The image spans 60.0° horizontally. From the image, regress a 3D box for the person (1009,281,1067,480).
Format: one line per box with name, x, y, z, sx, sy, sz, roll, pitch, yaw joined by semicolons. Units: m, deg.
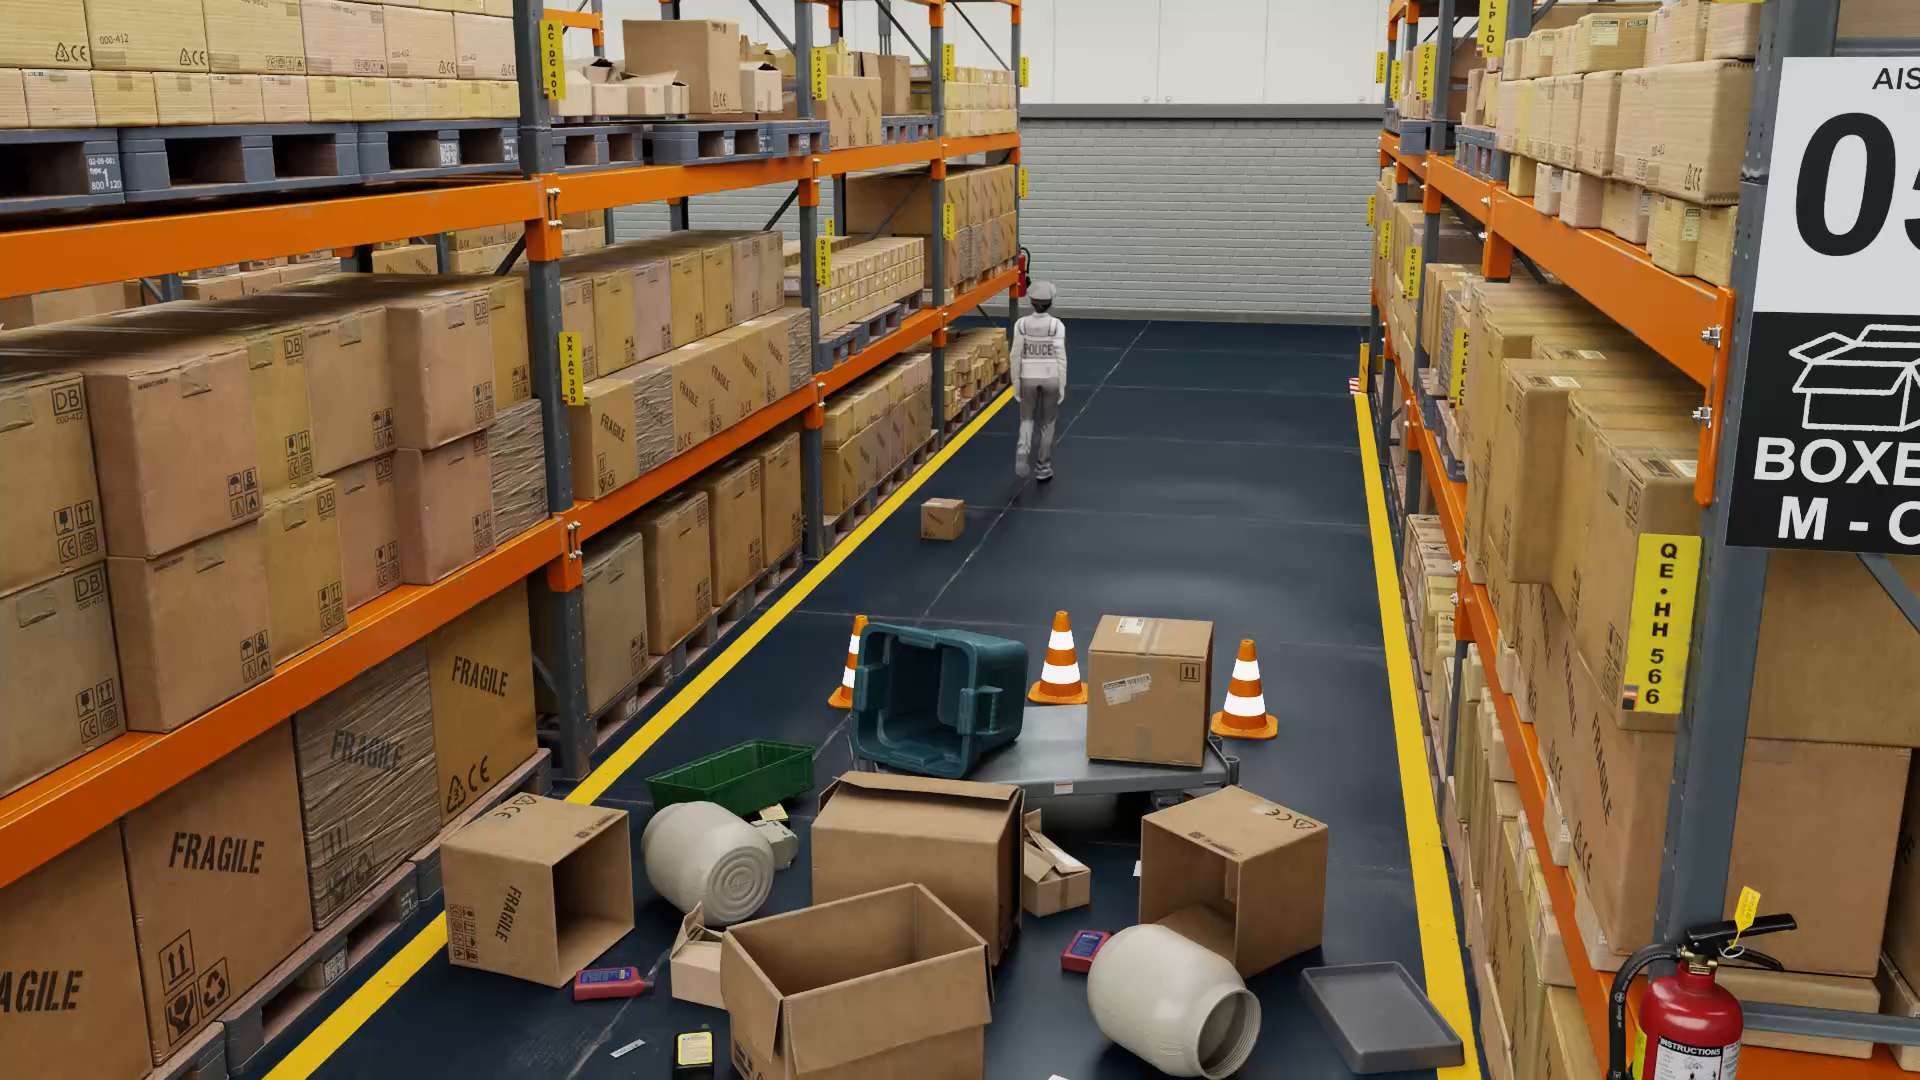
person;0.648;-1.317;13.871;0.485;1.675;0.582;4;15;14
